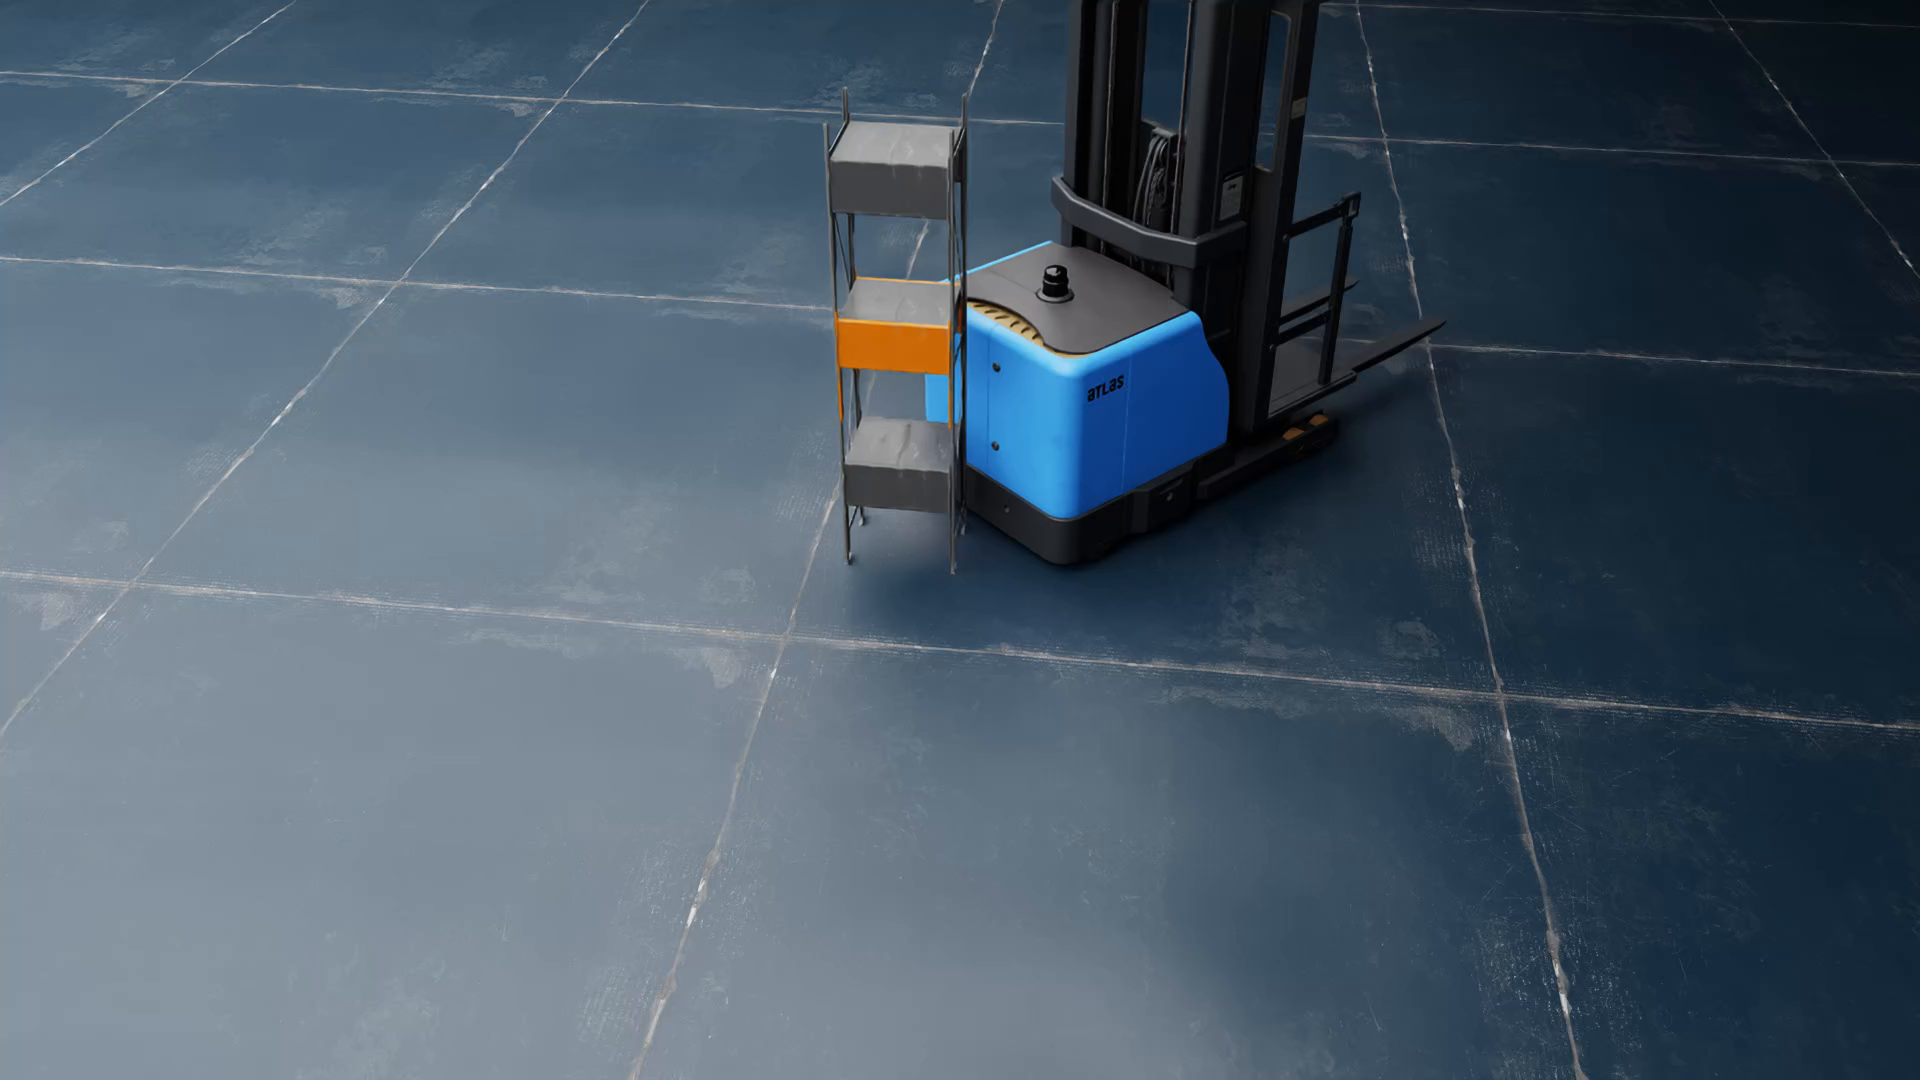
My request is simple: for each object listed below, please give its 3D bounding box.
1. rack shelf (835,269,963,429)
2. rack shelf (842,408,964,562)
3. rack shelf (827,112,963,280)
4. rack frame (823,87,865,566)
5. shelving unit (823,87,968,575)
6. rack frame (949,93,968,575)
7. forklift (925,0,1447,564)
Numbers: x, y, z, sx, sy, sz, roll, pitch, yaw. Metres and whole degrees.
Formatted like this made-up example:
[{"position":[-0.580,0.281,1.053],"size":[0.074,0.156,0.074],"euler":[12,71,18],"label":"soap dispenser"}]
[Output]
[{"position":[-0.247,-0.819,7.114],"size":[0.480,0.518,0.431],"euler":[5,36,7],"label":"rack shelf"},{"position":[-0.247,-0.249,7.520],"size":[0.480,0.518,0.431],"euler":[5,36,7],"label":"rack shelf"},{"position":[-0.247,-1.389,6.707],"size":[0.480,0.518,0.431],"euler":[5,36,7],"label":"rack shelf"},{"position":[-0.488,-0.851,7.134],"size":[0.015,2.100,0.400],"euler":[5,36,7],"label":"rack frame"},{"position":[-0.247,-0.830,7.106],"size":[0.503,2.100,0.431],"euler":[5,36,7],"label":"shelving unit"},{"position":[-0.005,-0.810,7.078],"size":[0.015,2.100,0.400],"euler":[5,36,7],"label":"rack frame"},{"position":[1.278,-1.797,7.745],"size":[3.031,2.935,1.130],"euler":[-26,43,-31],"label":"forklift"}]
